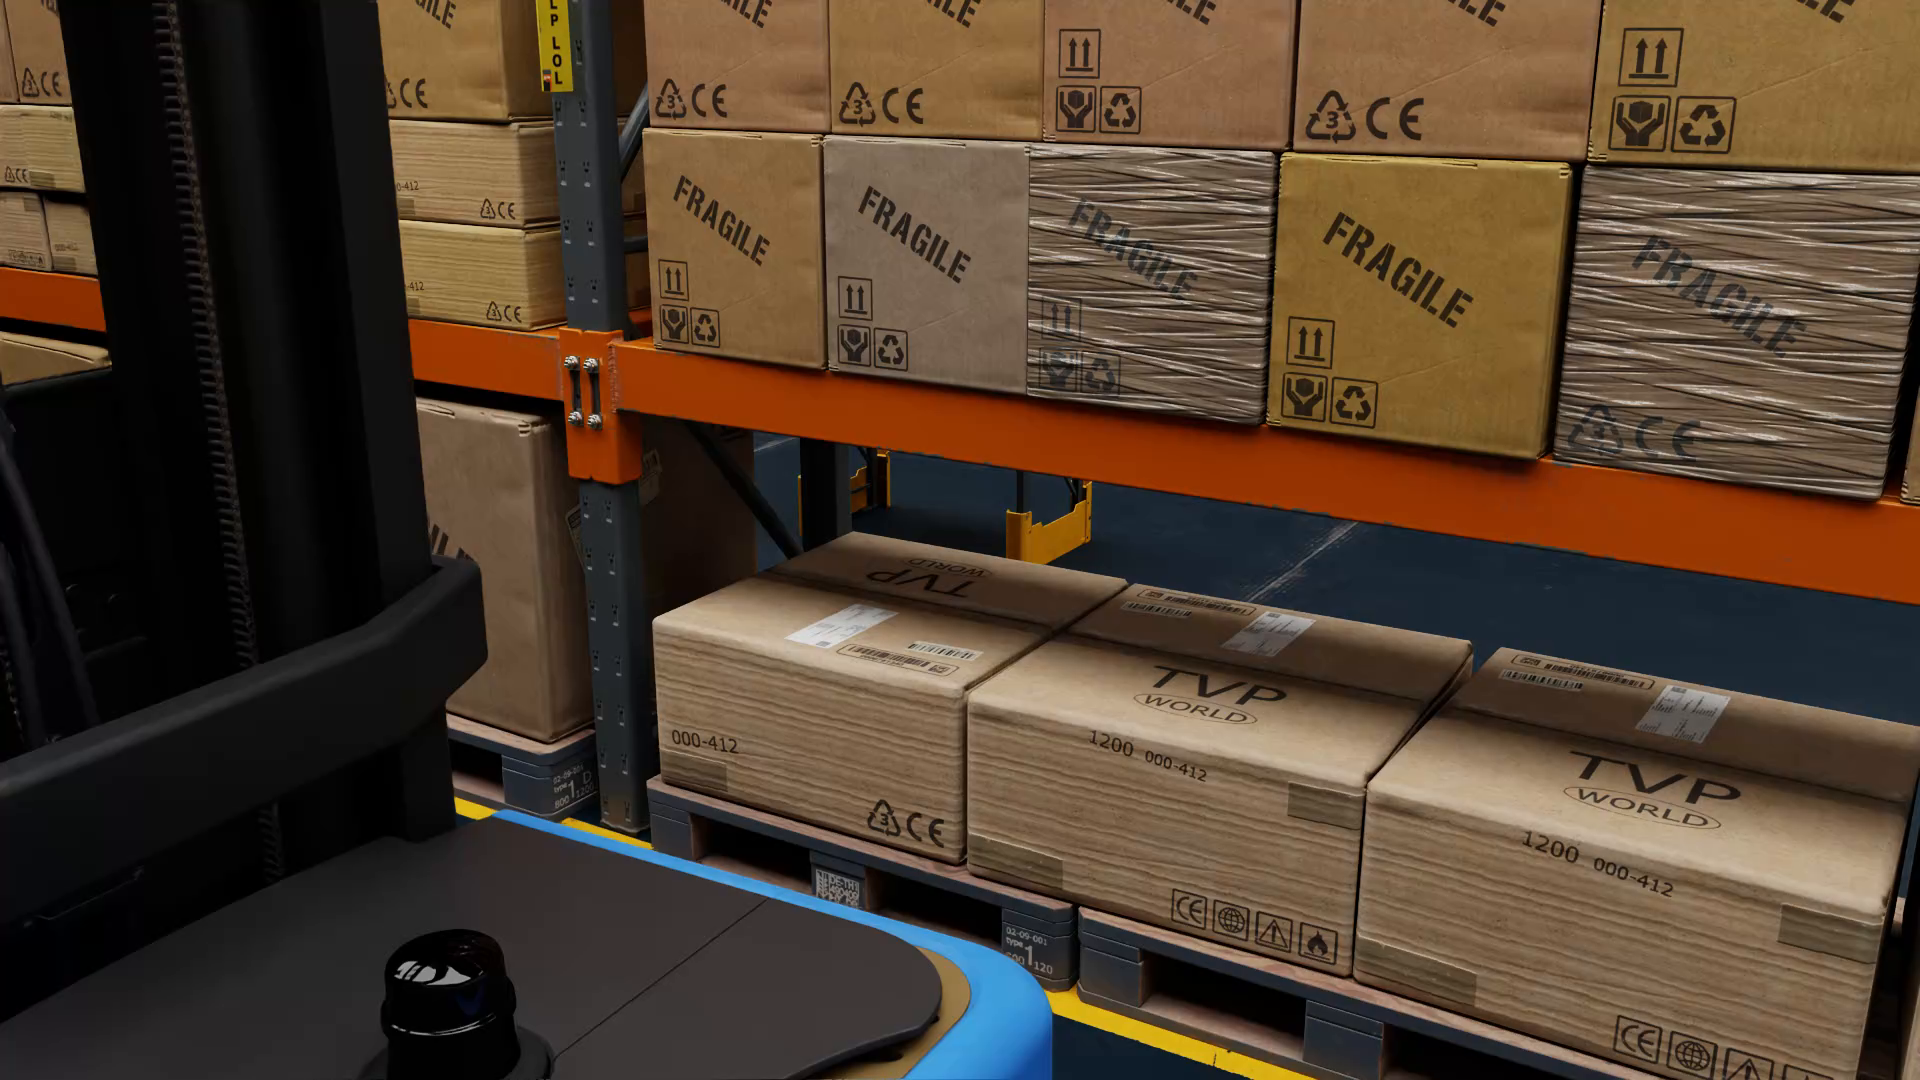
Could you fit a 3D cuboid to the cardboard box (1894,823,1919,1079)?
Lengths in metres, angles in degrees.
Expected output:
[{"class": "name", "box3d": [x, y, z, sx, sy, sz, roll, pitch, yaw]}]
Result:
[{"class": "cardboard box", "box3d": [2.159, 0.765, 2.889, 0.875, 0.438, 0.875, 9, 19, 28]}]

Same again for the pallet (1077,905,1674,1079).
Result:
[{"class": "pallet", "box3d": [1.016, 0.862, 3.682, 1.213, 0.211, 1.003, 10, 20, 30]}]

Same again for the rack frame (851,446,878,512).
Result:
[{"class": "rack frame", "box3d": [-0.506, -0.808, 6.961, 0.032, 1.500, 0.500, 10, 20, 30]}]

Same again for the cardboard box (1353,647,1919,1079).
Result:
[{"class": "cardboard box", "box3d": [1.375, 0.628, 3.340, 0.875, 0.438, 0.875, 11, 20, 32]}]

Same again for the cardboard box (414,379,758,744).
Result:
[{"class": "cardboard box", "box3d": [-1.205, -0.052, 4.824, 0.875, 0.875, 0.875, 11, 20, 32]}]

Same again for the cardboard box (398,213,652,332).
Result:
[{"class": "cardboard box", "box3d": [-1.149, -0.727, 4.372, 0.500, 0.250, 0.500, 10, 19, 29]}]

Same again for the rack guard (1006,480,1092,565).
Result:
[{"class": "rack guard", "box3d": [0.359, -0.055, 6.634, 0.087, 0.250, 0.587, 10, 20, 30]}]

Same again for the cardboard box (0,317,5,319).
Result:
[{"class": "cardboard box", "box3d": [-3.498, -0.460, 6.168, 0.875, 0.875, 0.875, 10, 20, 30]}]

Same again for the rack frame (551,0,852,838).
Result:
[{"class": "rack frame", "box3d": [-0.634, -0.793, 4.331, 0.127, 3.000, 1.000, 10, 20, 30]}]

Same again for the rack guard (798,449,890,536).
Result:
[{"class": "rack guard", "box3d": [-0.489, -0.207, 7.132, 0.087, 0.250, 0.587, 10, 20, 30]}]

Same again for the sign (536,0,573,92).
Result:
[{"class": "sign", "box3d": [-0.910, -1.173, 3.727, 0.005, 0.325, 0.100, 10, 20, 30]}]

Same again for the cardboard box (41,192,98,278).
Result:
[{"class": "cardboard box", "box3d": [-2.444, -0.964, 5.151, 0.500, 0.250, 0.500, 10, 20, 30]}]

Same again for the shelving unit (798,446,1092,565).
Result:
[{"class": "shelving unit", "box3d": [-0.065, -0.729, 6.701, 1.083, 1.500, 0.587, 10, 20, 30]}]

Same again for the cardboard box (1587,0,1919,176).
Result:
[{"class": "cardboard box", "box3d": [1.358, -0.874, 2.704, 0.500, 0.500, 0.500, 10, 20, 30]}]

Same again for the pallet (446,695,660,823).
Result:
[{"class": "pallet", "box3d": [-1.331, 0.442, 5.061, 1.213, 0.211, 1.003, 10, 20, 30]}]

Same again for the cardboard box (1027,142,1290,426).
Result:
[{"class": "cardboard box", "box3d": [0.476, -0.550, 3.359, 0.500, 0.500, 0.500, 10, 20, 30]}]

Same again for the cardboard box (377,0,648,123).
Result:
[{"class": "cardboard box", "box3d": [-1.146, -1.325, 4.190, 0.500, 0.500, 0.500, 11, 20, 32]}]

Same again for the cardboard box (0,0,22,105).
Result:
[{"class": "cardboard box", "box3d": [-2.890, -1.637, 5.216, 0.500, 0.500, 0.500, 11, 20, 32]}]

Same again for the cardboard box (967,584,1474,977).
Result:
[{"class": "cardboard box", "box3d": [0.608, 0.490, 3.793, 0.875, 0.438, 0.875, 9, 19, 28]}]

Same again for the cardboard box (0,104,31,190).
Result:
[{"class": "cardboard box", "box3d": [-2.882, -1.273, 5.309, 0.500, 0.250, 0.500, 10, 20, 30]}]

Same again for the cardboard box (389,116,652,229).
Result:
[{"class": "cardboard box", "box3d": [-1.137, -0.967, 4.303, 0.500, 0.250, 0.500, 10, 20, 30]}]

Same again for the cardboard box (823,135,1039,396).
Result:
[{"class": "cardboard box", "box3d": [0.055, -0.627, 3.613, 0.500, 0.500, 0.500, 10, 20, 30]}]

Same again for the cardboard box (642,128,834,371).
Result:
[{"class": "cardboard box", "box3d": [-0.372, -0.705, 3.868, 0.500, 0.500, 0.500, 11, 20, 32]}]

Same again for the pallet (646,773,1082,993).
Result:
[{"class": "pallet", "box3d": [-0.027, 0.676, 4.292, 1.213, 0.211, 1.003, 10, 20, 30]}]

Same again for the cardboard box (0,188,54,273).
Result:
[{"class": "cardboard box", "box3d": [-2.867, -1.038, 5.396, 0.500, 0.250, 0.500, 11, 20, 32]}]

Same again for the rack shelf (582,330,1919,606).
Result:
[{"class": "rack shelf", "box3d": [1.070, -0.145, 3.434, 4.000, 0.370, 1.077, 10, 20, 30]}]

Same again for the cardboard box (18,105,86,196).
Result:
[{"class": "cardboard box", "box3d": [-2.457, -1.193, 5.044, 0.500, 0.250, 0.500, 11, 20, 31]}]

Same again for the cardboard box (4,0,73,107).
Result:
[{"class": "cardboard box", "box3d": [-2.462, -1.559, 4.960, 0.500, 0.500, 0.500, 10, 20, 31]}]

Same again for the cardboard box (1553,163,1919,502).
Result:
[{"class": "cardboard box", "box3d": [1.361, -0.396, 2.853, 0.500, 0.500, 0.500, 11, 20, 32]}]

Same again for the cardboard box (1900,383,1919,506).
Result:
[{"class": "cardboard box", "box3d": [1.805, -0.320, 2.603, 0.500, 0.500, 0.500, 10, 19, 29]}]

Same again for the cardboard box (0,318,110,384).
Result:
[{"class": "cardboard box", "box3d": [-2.740, -0.323, 5.718, 0.875, 0.875, 0.875, 10, 20, 31]}]

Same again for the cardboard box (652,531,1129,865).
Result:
[{"class": "cardboard box", "box3d": [-0.156, 0.354, 4.241, 0.875, 0.438, 0.875, 10, 19, 29]}]

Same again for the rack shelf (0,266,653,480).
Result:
[{"class": "rack shelf", "box3d": [-2.339, -0.753, 5.437, 4.000, 0.370, 1.077, 10, 20, 30]}]

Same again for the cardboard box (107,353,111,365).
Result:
[{"class": "cardboard box", "box3d": [-1.978, -0.187, 5.270, 0.875, 0.875, 0.875, 11, 20, 32]}]

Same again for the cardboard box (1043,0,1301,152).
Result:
[{"class": "cardboard box", "box3d": [0.502, -1.028, 3.212, 0.500, 0.500, 0.500, 11, 20, 31]}]

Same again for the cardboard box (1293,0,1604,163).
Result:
[{"class": "cardboard box", "box3d": [0.931, -0.951, 2.957, 0.500, 0.500, 0.500, 10, 20, 30]}]

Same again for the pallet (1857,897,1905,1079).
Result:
[{"class": "pallet", "box3d": [2.052, 1.047, 3.070, 1.213, 0.211, 1.003, 10, 20, 30]}]

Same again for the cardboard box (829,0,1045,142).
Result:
[{"class": "cardboard box", "box3d": [0.072, -1.109, 3.477, 0.500, 0.500, 0.500, 10, 19, 29]}]

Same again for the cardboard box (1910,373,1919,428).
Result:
[{"class": "cardboard box", "box3d": [1.646, -0.528, 3.288, 0.500, 0.500, 0.500, 10, 20, 30]}]

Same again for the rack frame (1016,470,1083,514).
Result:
[{"class": "rack frame", "box3d": [0.360, -0.653, 6.451, 0.032, 1.500, 0.500, 10, 20, 30]}]

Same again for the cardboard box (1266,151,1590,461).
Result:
[{"class": "cardboard box", "box3d": [0.915, -0.472, 3.101, 0.500, 0.500, 0.500, 11, 20, 32]}]

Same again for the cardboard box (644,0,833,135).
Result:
[{"class": "cardboard box", "box3d": [-0.355, -1.187, 3.735, 0.500, 0.500, 0.500, 10, 20, 30]}]
